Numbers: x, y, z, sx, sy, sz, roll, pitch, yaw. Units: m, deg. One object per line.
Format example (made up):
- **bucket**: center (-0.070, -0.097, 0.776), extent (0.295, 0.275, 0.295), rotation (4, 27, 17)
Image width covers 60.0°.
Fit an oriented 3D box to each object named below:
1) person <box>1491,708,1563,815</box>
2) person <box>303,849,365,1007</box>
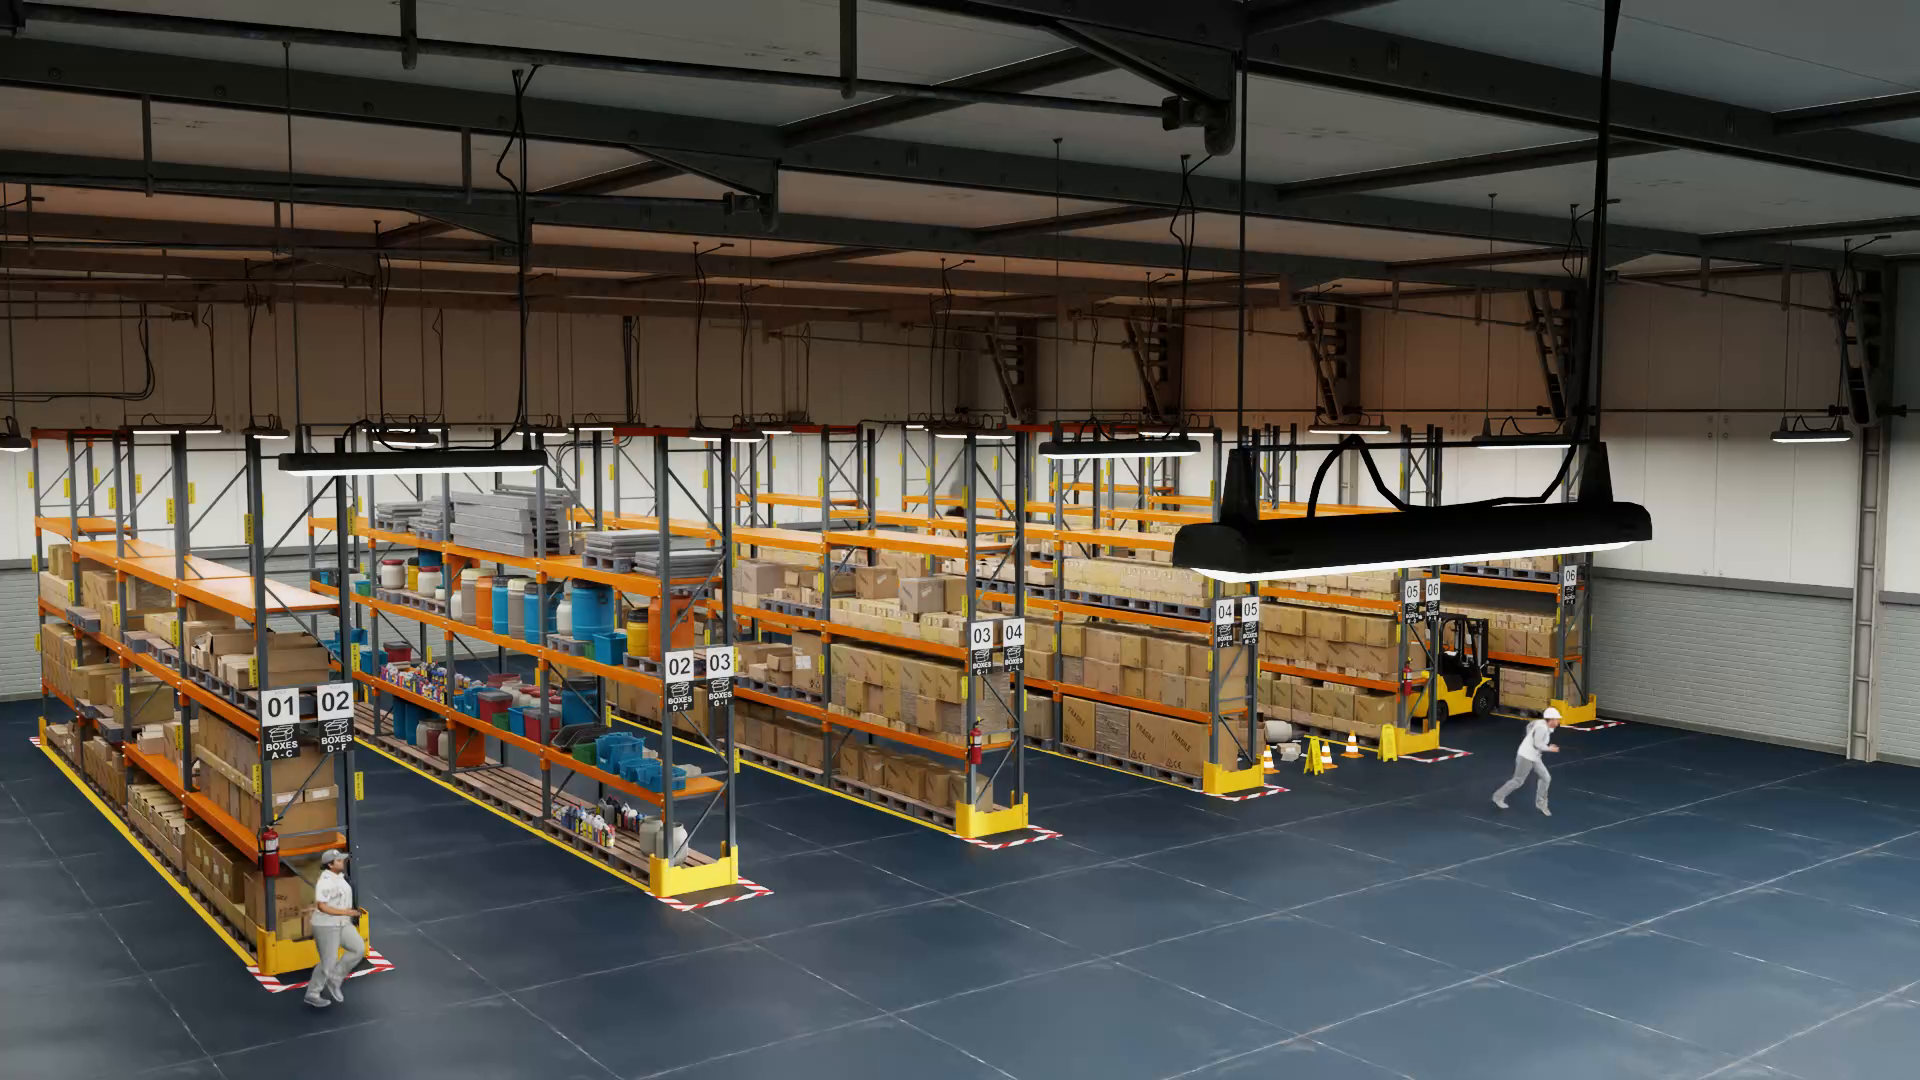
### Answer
- **person**: center (8.899, 3.470, 26.103), extent (1.035, 1.732, 0.697), rotation (2, 5, 21)
- **person**: center (-6.671, 4.119, 17.756), extent (0.595, 1.656, 0.616), rotation (0, 4, 0)
